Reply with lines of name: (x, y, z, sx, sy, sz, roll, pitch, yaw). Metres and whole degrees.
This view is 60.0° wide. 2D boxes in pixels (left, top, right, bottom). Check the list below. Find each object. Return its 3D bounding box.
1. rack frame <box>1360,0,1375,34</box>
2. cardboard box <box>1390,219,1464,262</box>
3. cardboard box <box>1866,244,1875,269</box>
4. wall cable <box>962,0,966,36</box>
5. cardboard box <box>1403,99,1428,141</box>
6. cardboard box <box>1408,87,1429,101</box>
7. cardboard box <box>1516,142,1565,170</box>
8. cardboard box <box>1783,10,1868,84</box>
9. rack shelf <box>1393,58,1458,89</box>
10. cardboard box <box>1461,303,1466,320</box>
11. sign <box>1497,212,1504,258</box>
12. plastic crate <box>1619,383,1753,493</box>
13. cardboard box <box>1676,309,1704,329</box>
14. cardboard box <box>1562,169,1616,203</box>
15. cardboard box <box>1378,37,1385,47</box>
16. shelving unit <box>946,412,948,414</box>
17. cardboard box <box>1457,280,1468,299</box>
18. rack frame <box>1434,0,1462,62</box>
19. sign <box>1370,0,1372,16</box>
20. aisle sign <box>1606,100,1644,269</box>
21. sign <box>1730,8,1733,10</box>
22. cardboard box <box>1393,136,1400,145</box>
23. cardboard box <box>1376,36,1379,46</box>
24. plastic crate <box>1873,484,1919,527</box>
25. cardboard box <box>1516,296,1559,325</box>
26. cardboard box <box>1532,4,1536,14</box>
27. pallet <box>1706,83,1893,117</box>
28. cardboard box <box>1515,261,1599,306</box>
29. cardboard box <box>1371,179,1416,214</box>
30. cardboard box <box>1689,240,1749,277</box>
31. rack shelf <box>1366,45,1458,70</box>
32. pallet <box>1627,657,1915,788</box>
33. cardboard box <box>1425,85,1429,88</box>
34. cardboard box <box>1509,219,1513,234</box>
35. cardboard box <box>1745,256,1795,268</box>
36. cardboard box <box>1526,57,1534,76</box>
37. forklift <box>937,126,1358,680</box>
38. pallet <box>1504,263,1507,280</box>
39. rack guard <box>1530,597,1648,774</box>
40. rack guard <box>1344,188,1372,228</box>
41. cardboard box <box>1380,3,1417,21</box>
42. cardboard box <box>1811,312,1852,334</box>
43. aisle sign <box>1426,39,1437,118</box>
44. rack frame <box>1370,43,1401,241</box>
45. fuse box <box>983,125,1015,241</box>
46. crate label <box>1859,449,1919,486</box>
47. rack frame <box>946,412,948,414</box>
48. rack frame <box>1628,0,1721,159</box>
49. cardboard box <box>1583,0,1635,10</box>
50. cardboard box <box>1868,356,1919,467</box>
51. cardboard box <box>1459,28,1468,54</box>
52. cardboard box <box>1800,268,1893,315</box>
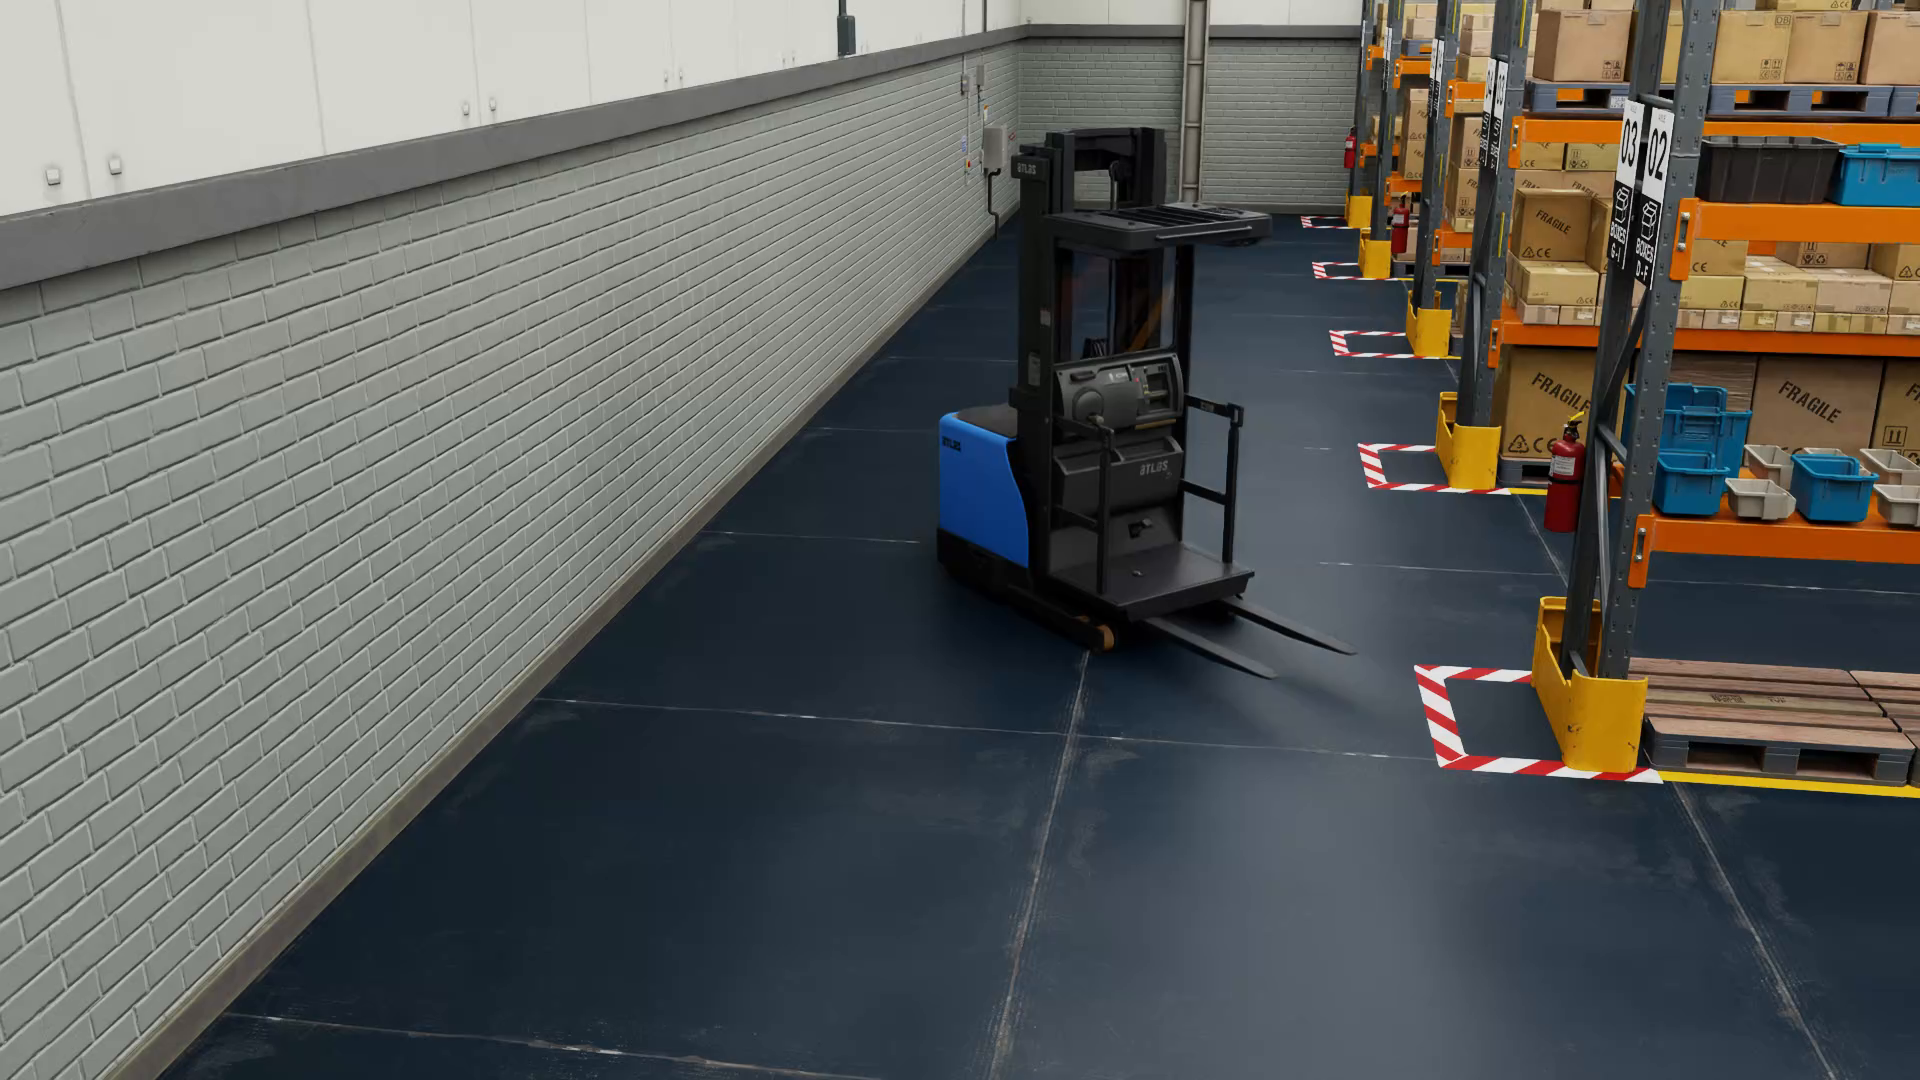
rack frame: (6.475, -9.502, 26.021, 0.127, 3.000, 1.000, 3, 19, 9)
cardboard box: (6.359, -4.084, 22.659, 0.875, 0.438, 0.875, 2, 19, 7)
cardboard box: (7.152, -2.353, 12.694, 0.500, 0.500, 0.500, 3, 19, 9)
wall cable: (0.031, -8.145, 21.964, 0.029, 3.000, 0.463, 3, 19, 9)
cardboard box: (6.120, -5.510, 21.811, 0.500, 0.500, 0.500, 3, 19, 7)
cardboard box: (5.998, -5.827, 21.734, 0.250, 0.149, 0.380, 3, 19, 10)
cardboard box: (5.907, -4.080, 17.067, 0.500, 0.500, 0.500, 3, 19, 10)
cardboard box: (6.263, -3.632, 12.228, 0.500, 0.500, 0.700, 4, 19, 11)
rack shelf: (7.666, -6.083, 21.662, 4.000, 0.370, 1.077, 3, 19, 9)
cardboard box: (5.483, -2.428, 17.694, 0.250, 0.149, 0.380, 4, 19, 11)
sign: (4.026, -2.272, 12.377, 0.005, 0.325, 0.100, 3, 19, 9)
plastic crate: (3.694, -0.533, 8.517, 0.499, 0.435, 0.616, 3, 19, 9)
cardboard box: (5.433, -1.706, 12.570, 0.250, 0.149, 0.380, 3, 19, 8)
cardboard box: (6.420, -3.578, 17.143, 0.500, 0.500, 0.500, 3, 19, 9)
cardboard box: (6.753, -7.872, 26.271, 0.250, 0.149, 0.380, 3, 19, 10)
shelving unit: (-0.008, -0.427, 11.662, 0.210, 0.900, 0.258, 3, 19, 9)
cardboard box: (5.569, -2.728, 18.123, 0.250, 0.149, 0.380, 3, 19, 9)
rack frame: (5.006, -6.391, 16.723, 0.127, 3.000, 1.000, 3, 19, 9)
sign: (6.389, -8.324, 25.850, 0.005, 0.325, 0.100, 3, 19, 9)
aisle sign: (3.310, -1.774, 8.281, 0.004, 0.787, 0.394, 3, 19, 9)
sign: (9.555, -6.432, 20.632, 0.005, 0.325, 0.100, 3, 19, 9)
cardboard box: (7.015, -6.437, 26.711, 0.250, 0.149, 0.380, 3, 19, 10)
cardboard box: (6.828, -8.017, 26.705, 0.250, 0.149, 0.380, 3, 19, 10)
plastic crate: (4.499, -0.157, 7.867, 0.298, 0.136, 0.250, 3, 19, 9)
cardboard box: (4.418, -1.757, 12.723, 0.250, 0.149, 0.380, 3, 19, 9)
cardboard box: (8.887, -8.187, 25.795, 0.500, 0.250, 0.500, 3, 19, 10)
pallet: (6.062, -3.283, 12.301, 1.213, 0.211, 1.003, 3, 19, 9)
cardboard box: (4.551, -1.959, 12.697, 0.500, 0.250, 0.500, 2, 19, 7)
cardboard box: (7.064, -5.612, 27.121, 0.637, 0.503, 0.797, 2, 19, 6)
cardboard box: (5.557, -2.265, 12.431, 0.500, 0.500, 0.500, 2, 19, 7)
rack shelf: (8.450, -7.638, 26.310, 4.000, 0.370, 1.077, 3, 19, 9)
pallet: (4.142, 0.930, 8.690, 1.213, 0.211, 1.003, 3, 19, 9)
cardboard box: (6.332, -5.971, 22.165, 0.250, 0.149, 0.380, 3, 19, 10)
cardboard box: (5.789, -3.278, 17.269, 0.250, 0.149, 0.380, 2, 19, 7)
cardboard box: (6.159, -2.050, 12.970, 0.500, 0.250, 0.500, 3, 19, 9)
cardboard box: (5.928, -4.767, 16.832, 0.500, 0.250, 0.500, 4, 19, 10)
forklift: (1.089, -0.894, 9.855, 1.130, 2.935, 3.031, -12, 22, -32)
pallet: (7.695, -3.702, 22.534, 1.213, 0.211, 1.003, 3, 19, 9)
rack guard: (3.308, 0.742, 8.796, 0.348, 0.500, 1.175, 3, 19, 9)
rack guard: (6.550, -5.468, 27.358, 0.348, 0.500, 1.175, 3, 19, 9)
cardboard box: (6.874, -8.286, 26.092, 0.500, 0.250, 0.500, 3, 19, 8)
cardboard box: (6.447, -1.654, 12.416, 0.250, 0.149, 0.380, 3, 19, 8)
aisle sign: (4.982, -4.877, 17.554, 0.004, 0.787, 0.394, 3, 19, 9)
rack frame: (5.692, -5.102, 22.325, 0.127, 3.000, 1.000, 3, 19, 9)
fuse box: (0.598, -5.418, 25.300, 0.414, 1.711, 0.539, 3, 19, 9)
crate label: (4.731, -0.339, 8.411, 0.243, 0.136, 0.396, 3, 19, 9)
rack frame: (-0.108, -0.432, 11.677, 0.006, 0.900, 0.240, 3, 19, 9)
rack frame: (3.334, -3.291, 7.456, 0.127, 3.000, 1.000, 3, 19, 9)
cardboard box: (8.304, -6.677, 21.321, 0.637, 0.503, 0.797, 4, 19, 13)
cardboard box: (7.430, -1.046, 12.889, 0.875, 0.875, 0.875, 3, 19, 9)
cardboard box: (5.502, -5.191, 17.312, 0.500, 0.250, 0.500, 2, 19, 7)
cardboard box: (6.576, -1.857, 12.393, 0.500, 0.250, 0.500, 3, 19, 10)
